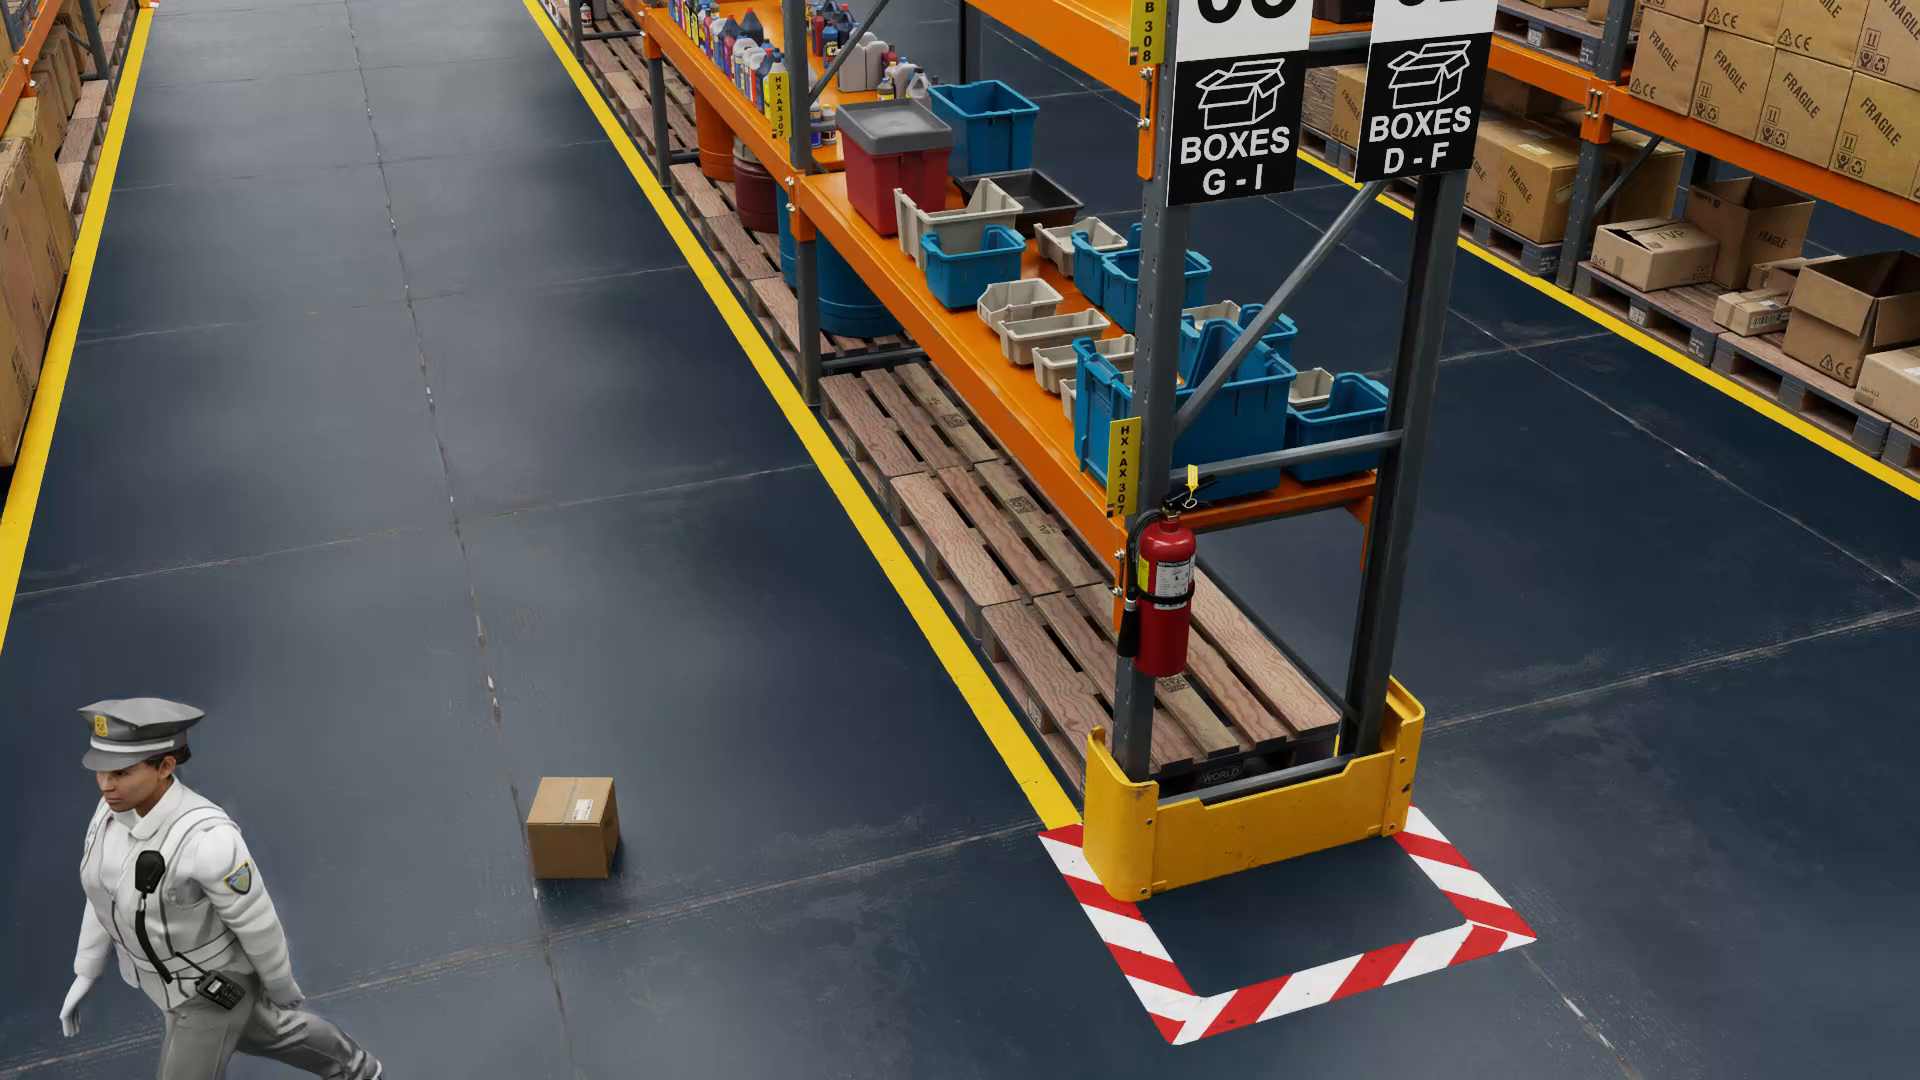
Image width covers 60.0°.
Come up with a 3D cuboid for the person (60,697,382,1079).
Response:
[{"bbox_3d":[-1.983,1.099,4.175,0.485,1.630,0.987,21,36,31],"label":"person"}]
